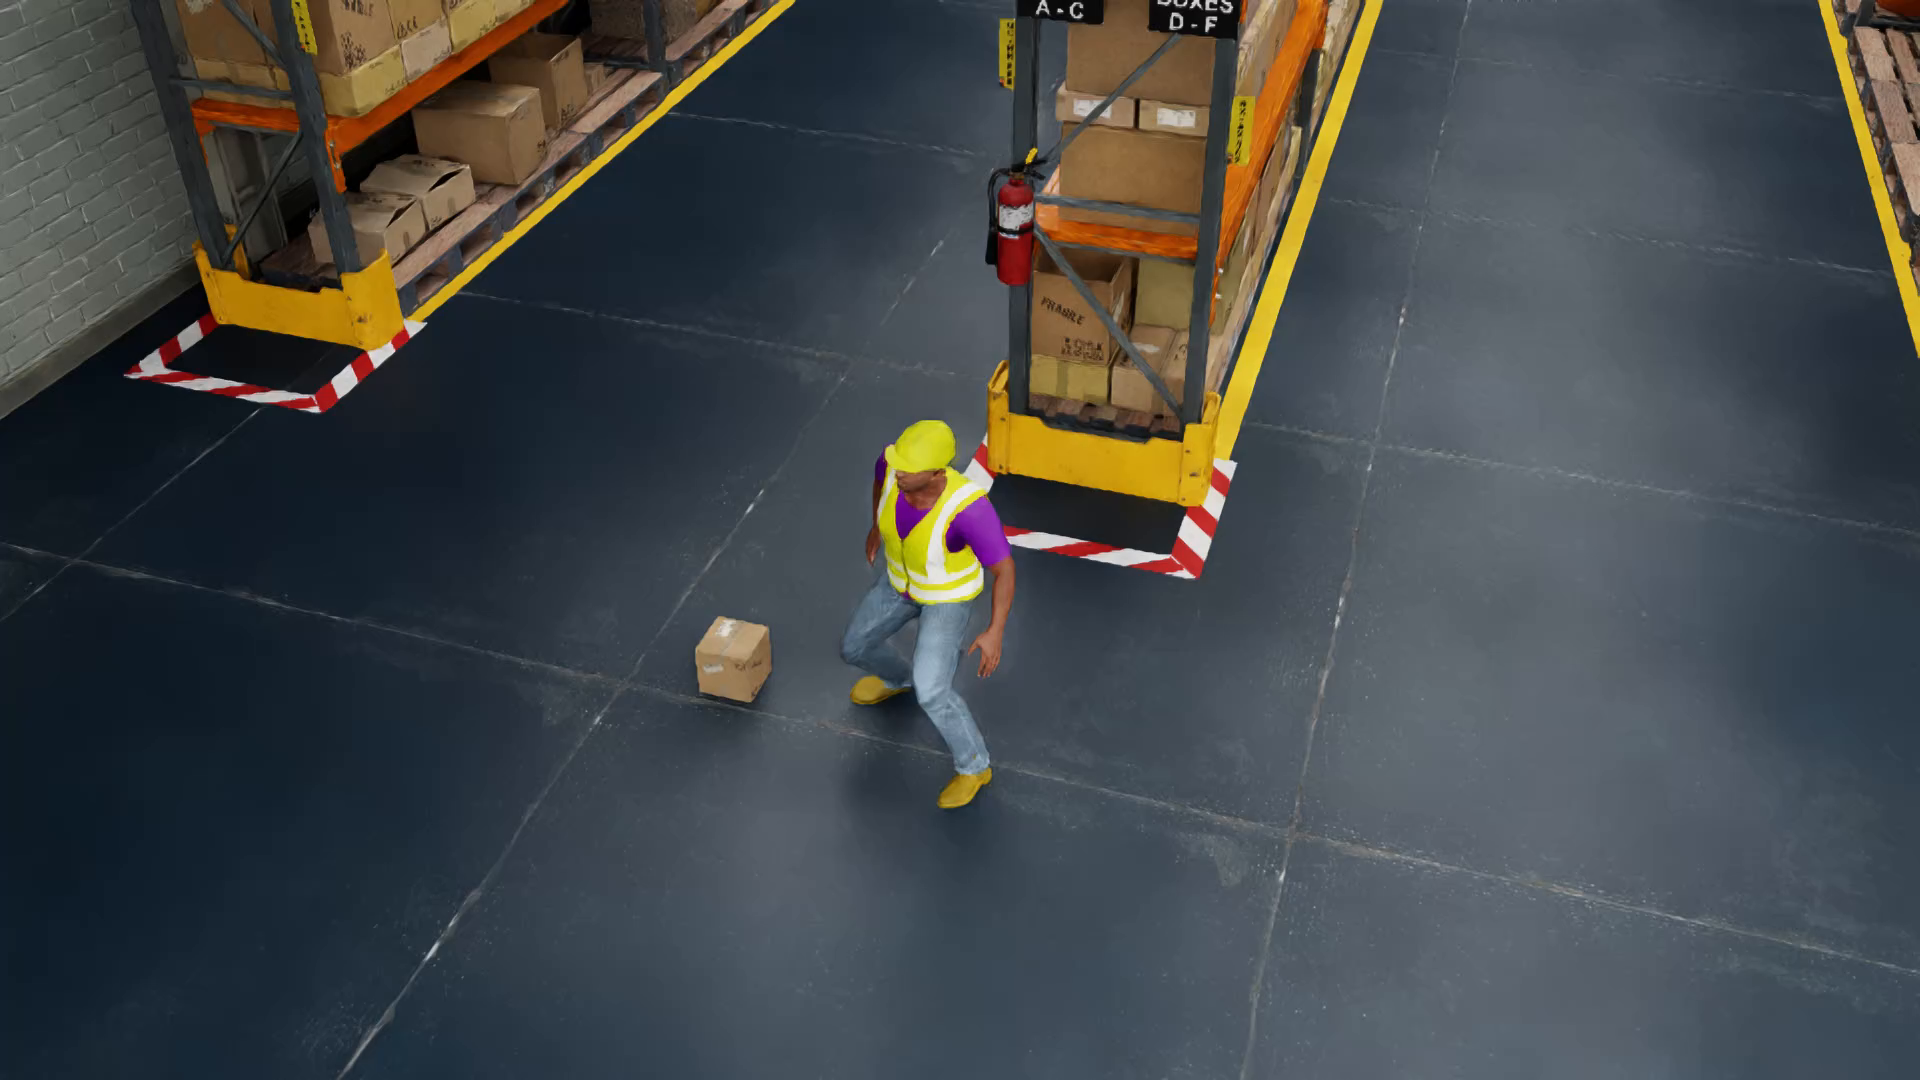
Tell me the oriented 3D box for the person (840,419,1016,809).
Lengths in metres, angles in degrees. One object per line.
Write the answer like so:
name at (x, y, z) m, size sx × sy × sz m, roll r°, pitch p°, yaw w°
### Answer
person at (-0.147, 0.206, 6.737) m, size 0.536 × 1.613 × 0.894 m, roll -30°, pitch 46°, yaw -33°
